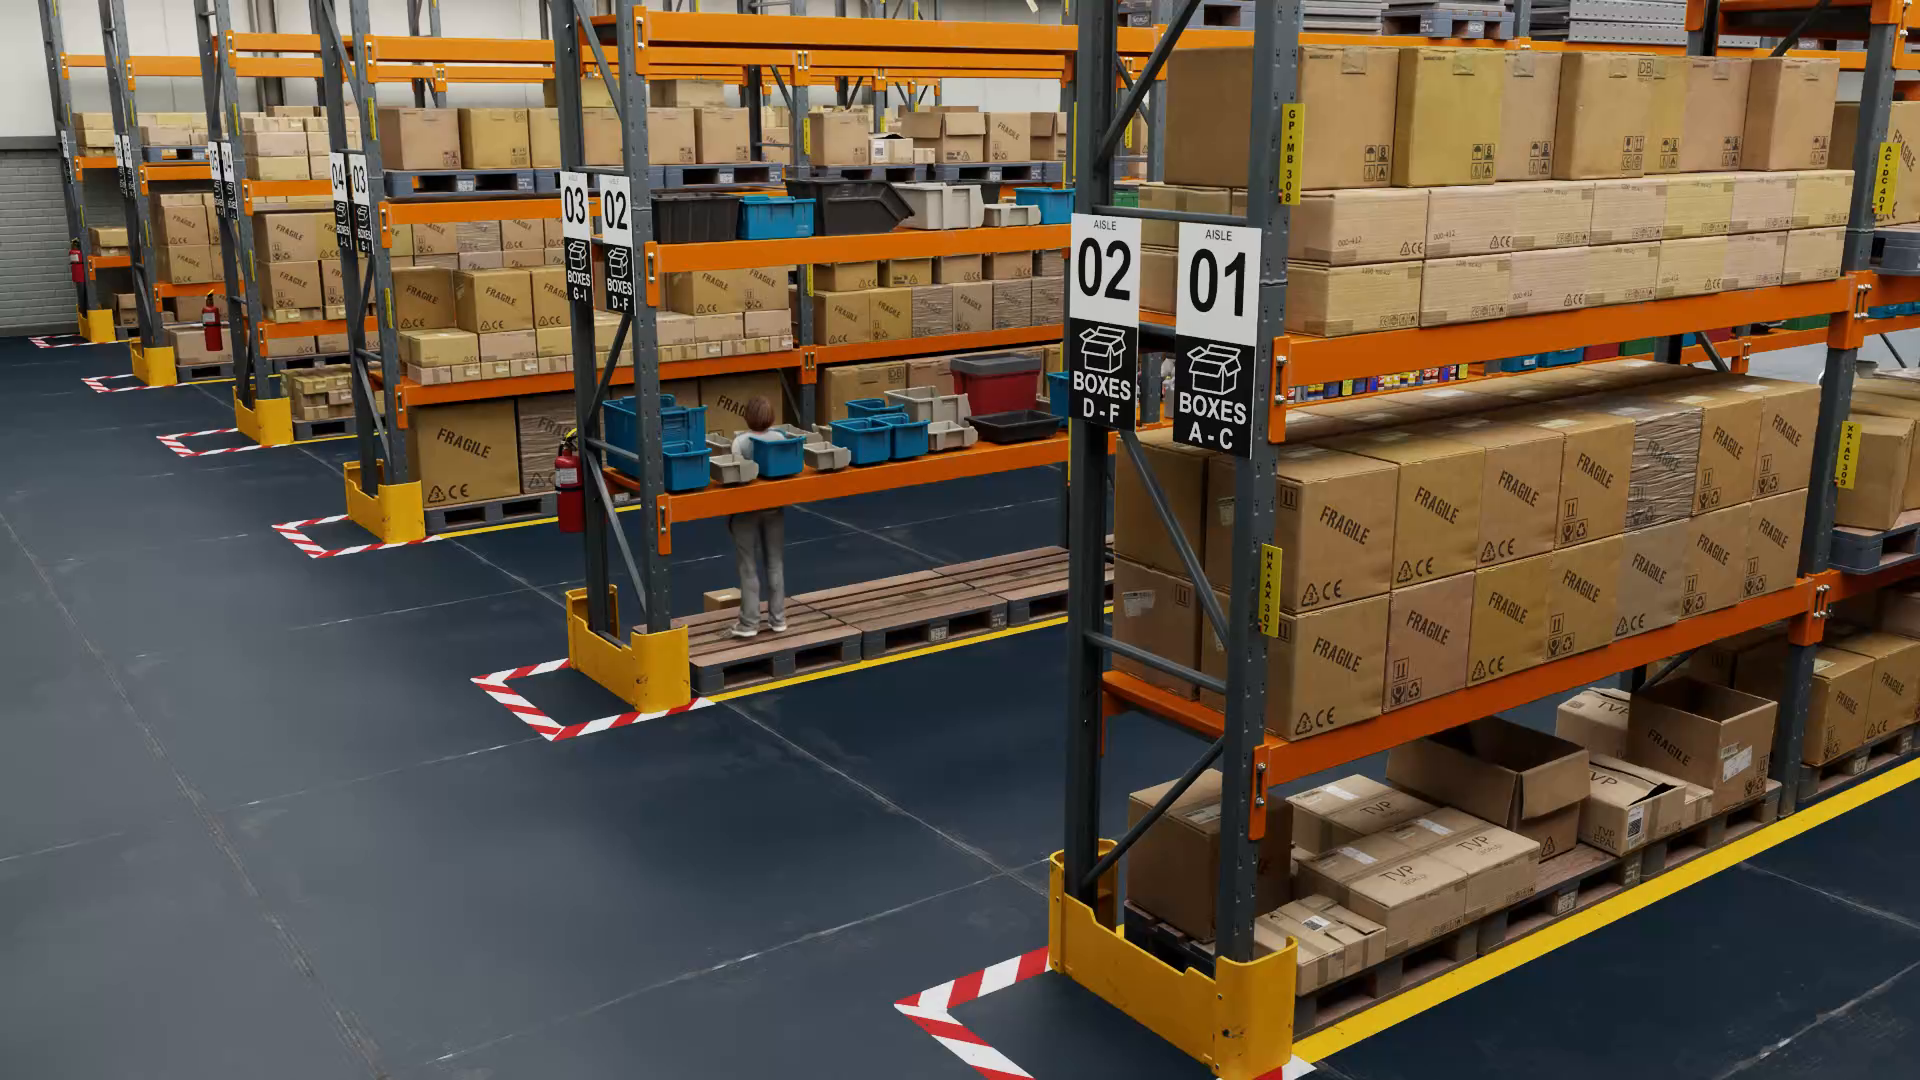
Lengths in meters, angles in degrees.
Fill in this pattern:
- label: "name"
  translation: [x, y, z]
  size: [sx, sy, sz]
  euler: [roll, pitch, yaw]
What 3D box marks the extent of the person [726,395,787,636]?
- label: "person"
  translation: [-1.307, -0.159, 10.764]
  size: [0.407, 1.589, 0.349]
  euler: [-8, 17, -27]
